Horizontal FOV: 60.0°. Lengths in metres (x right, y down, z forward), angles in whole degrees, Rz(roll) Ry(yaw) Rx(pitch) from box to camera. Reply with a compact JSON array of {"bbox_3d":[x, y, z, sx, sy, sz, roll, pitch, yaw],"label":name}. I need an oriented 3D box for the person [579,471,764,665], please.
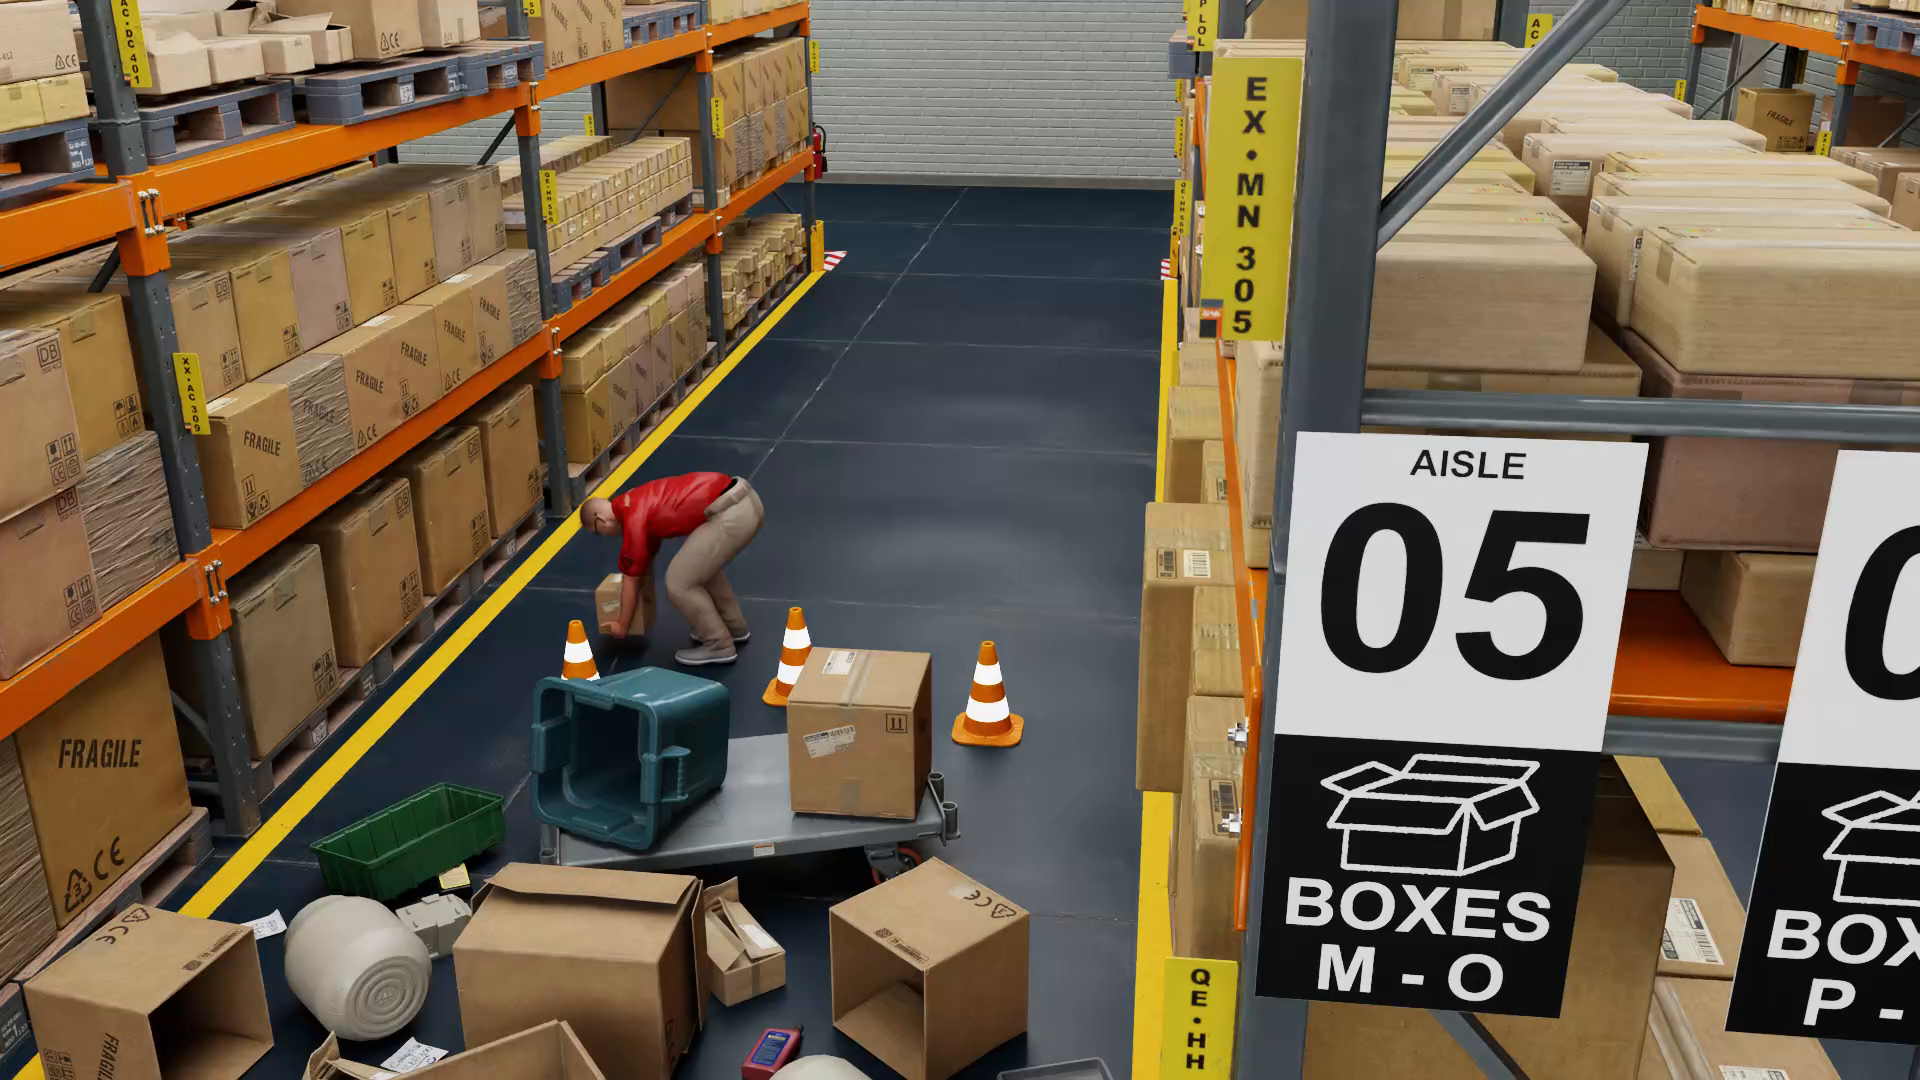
[{"bbox_3d":[-1.516,0.129,8.803,0.959,0.989,0.528,1,21,4],"label":"person"}]
